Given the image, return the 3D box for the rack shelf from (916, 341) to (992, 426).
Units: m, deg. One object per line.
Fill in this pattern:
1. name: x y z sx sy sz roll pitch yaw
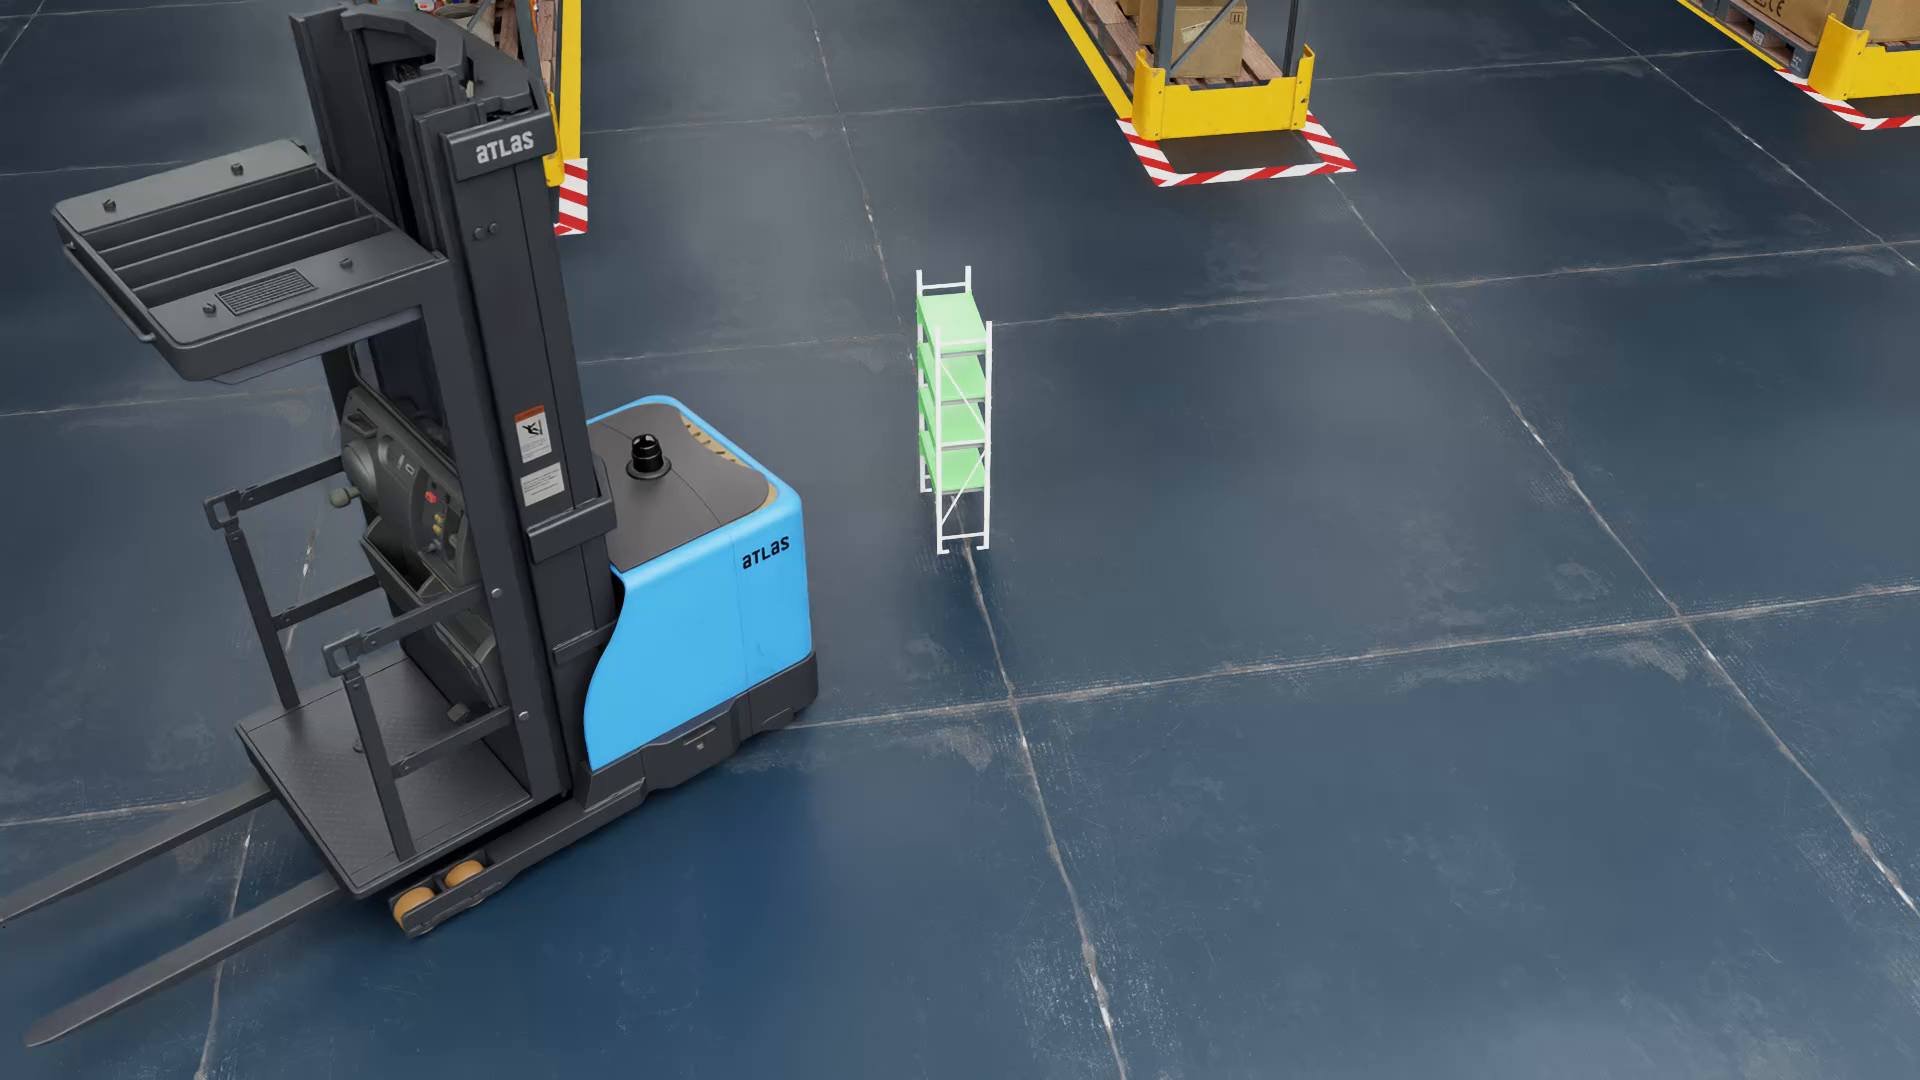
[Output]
1. rack shelf: -0.029 -0.713 7.403 0.258 0.148 0.480 -6 38 -8

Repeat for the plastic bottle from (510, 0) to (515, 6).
1. plastic bottle: -3.384 -4.199 12.566 0.061 0.283 0.133 -6 38 -8

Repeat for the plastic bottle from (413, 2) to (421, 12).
1. plastic bottle: -3.881 -3.693 11.915 0.061 0.283 0.133 -5 38 -7

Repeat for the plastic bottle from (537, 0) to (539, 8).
1. plastic bottle: -3.231 -4.110 12.518 0.097 0.201 0.097 0 38 0

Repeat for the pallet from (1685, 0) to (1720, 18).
1. pallet: 6.260 -4.575 13.467 1.003 0.211 1.213 -6 38 -8

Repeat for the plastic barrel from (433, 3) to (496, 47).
1. plastic barrel: -3.368 -3.337 11.286 0.421 0.512 0.421 0 38 0

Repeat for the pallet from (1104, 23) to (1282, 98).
1. pallet: 1.666 -3.434 11.998 1.003 0.211 1.213 -6 38 -8

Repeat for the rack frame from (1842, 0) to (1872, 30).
1. rack frame: 6.688 -4.467 11.055 1.000 3.000 0.127 -6 38 -8

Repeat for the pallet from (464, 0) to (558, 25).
1. pallet: -3.714 -4.366 13.198 1.003 0.211 1.213 -6 38 -8

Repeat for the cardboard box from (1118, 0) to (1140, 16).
1. cardboard box: 1.465 -4.290 12.522 0.500 0.500 0.500 -3 38 -4

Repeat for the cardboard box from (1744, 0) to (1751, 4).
1. cardboard box: 6.348 -4.727 12.779 0.875 0.875 0.875 -7 38 -9

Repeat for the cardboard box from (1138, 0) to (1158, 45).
1. cardboard box: 1.556 -3.909 12.032 0.500 0.500 0.500 3 38 4

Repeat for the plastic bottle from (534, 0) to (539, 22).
1. plastic bottle: -3.178 -3.954 12.260 0.097 0.271 0.097 0 38 0

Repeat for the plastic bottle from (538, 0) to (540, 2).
1. plastic bottle: -3.279 -4.208 12.583 0.152 0.276 0.135 -6 38 -7

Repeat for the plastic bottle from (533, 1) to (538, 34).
1. plastic bottle: -3.122 -3.830 12.090 0.061 0.283 0.133 -6 38 -7

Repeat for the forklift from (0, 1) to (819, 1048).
1. forklift: -2.033 -0.117 5.512 3.031 2.935 1.130 -27 45 -31

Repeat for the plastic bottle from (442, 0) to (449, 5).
1. plastic bottle: -3.765 -3.856 12.191 0.097 0.201 0.097 0 38 0

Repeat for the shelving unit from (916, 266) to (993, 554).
1. shelving unit: -0.029 -0.574 7.511 0.258 1.200 0.503 -6 38 -8

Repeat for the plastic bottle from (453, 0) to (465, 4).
1. plastic bottle: -3.808 -4.104 12.449 0.152 0.276 0.135 -6 38 -8

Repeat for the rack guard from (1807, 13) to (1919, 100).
1. rack guard: 6.692 -3.465 11.803 1.175 0.500 0.348 -6 38 -8

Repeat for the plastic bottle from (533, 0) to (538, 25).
1. plastic bottle: -3.160 -3.894 12.182 0.097 0.271 0.097 0 38 0

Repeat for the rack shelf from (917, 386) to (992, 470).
1. rack shelf: -0.029 -0.523 7.550 0.258 0.148 0.480 -6 38 -8

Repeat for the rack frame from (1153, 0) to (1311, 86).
1. rack frame: 1.787 -3.994 10.446 1.000 3.000 0.127 -6 38 -8

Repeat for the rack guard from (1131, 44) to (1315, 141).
1. rack guard: 1.774 -3.053 11.272 1.175 0.500 0.348 -6 38 -8

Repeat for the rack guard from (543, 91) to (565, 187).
1. rack guard: -3.149 -2.515 10.580 1.175 0.500 0.348 -6 38 -8

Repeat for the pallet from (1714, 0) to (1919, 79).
1. pallet: 6.471 -3.840 12.521 1.003 0.211 1.213 -6 38 -8

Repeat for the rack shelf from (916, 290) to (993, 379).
1. rack shelf: -0.029 -0.902 7.255 0.258 0.148 0.480 -6 38 -8

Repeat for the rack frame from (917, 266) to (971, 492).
1. rack frame: -0.072 -0.721 7.700 0.240 1.200 0.015 -6 38 -8

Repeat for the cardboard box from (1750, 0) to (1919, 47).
1. cardboard box: 6.504 -4.196 12.096 0.875 0.875 0.875 -6 38 -8

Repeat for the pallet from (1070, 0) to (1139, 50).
1. pallet: 1.456 -4.169 12.944 1.003 0.211 1.213 -6 38 -8

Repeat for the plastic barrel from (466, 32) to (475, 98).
1. plastic barrel: -3.280 -3.034 10.896 0.421 0.512 0.421 0 38 0

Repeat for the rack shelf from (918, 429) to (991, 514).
1. rack shelf: -0.029 -0.334 7.697 0.258 0.148 0.480 -6 38 -8

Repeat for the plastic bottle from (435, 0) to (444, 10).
1. plastic bottle: -3.755 -3.792 12.041 0.061 0.283 0.133 -6 38 -8

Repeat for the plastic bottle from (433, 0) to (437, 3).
1. plastic bottle: -3.884 -3.861 12.136 0.152 0.276 0.135 -7 38 -9

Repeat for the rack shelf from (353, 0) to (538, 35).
1. rack shelf: -3.440 -4.386 11.536 1.077 0.370 4.000 -6 38 -8

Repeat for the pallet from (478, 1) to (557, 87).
1. pallet: -3.496 -3.628 12.248 1.003 0.211 1.213 -6 38 -8

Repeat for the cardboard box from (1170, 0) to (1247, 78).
1. cardboard box: 1.694 -3.552 11.572 0.500 0.500 0.500 0 38 1

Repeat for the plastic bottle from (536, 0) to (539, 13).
1. plastic bottle: -3.213 -4.076 12.417 0.097 0.271 0.097 0 38 0

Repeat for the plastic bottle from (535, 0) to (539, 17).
1. plastic bottle: -3.195 -3.986 12.358 0.097 0.201 0.097 0 38 0

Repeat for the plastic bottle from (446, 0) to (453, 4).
1. plastic bottle: -3.806 -3.970 12.338 0.097 0.201 0.097 0 38 0

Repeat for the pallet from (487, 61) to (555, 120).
1. pallet: -3.286 -2.893 11.301 1.003 0.211 1.213 -6 38 -8

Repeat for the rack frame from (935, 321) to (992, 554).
1. rack frame: 0.014 -0.426 7.321 0.240 1.200 0.015 -6 38 -8

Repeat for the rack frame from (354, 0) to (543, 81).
1. rack frame: -3.089 -3.462 9.761 1.000 3.000 0.127 -6 38 -8

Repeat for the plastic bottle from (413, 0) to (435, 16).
1. plastic bottle: -3.860 -3.777 12.028 0.152 0.276 0.135 -6 38 -8
